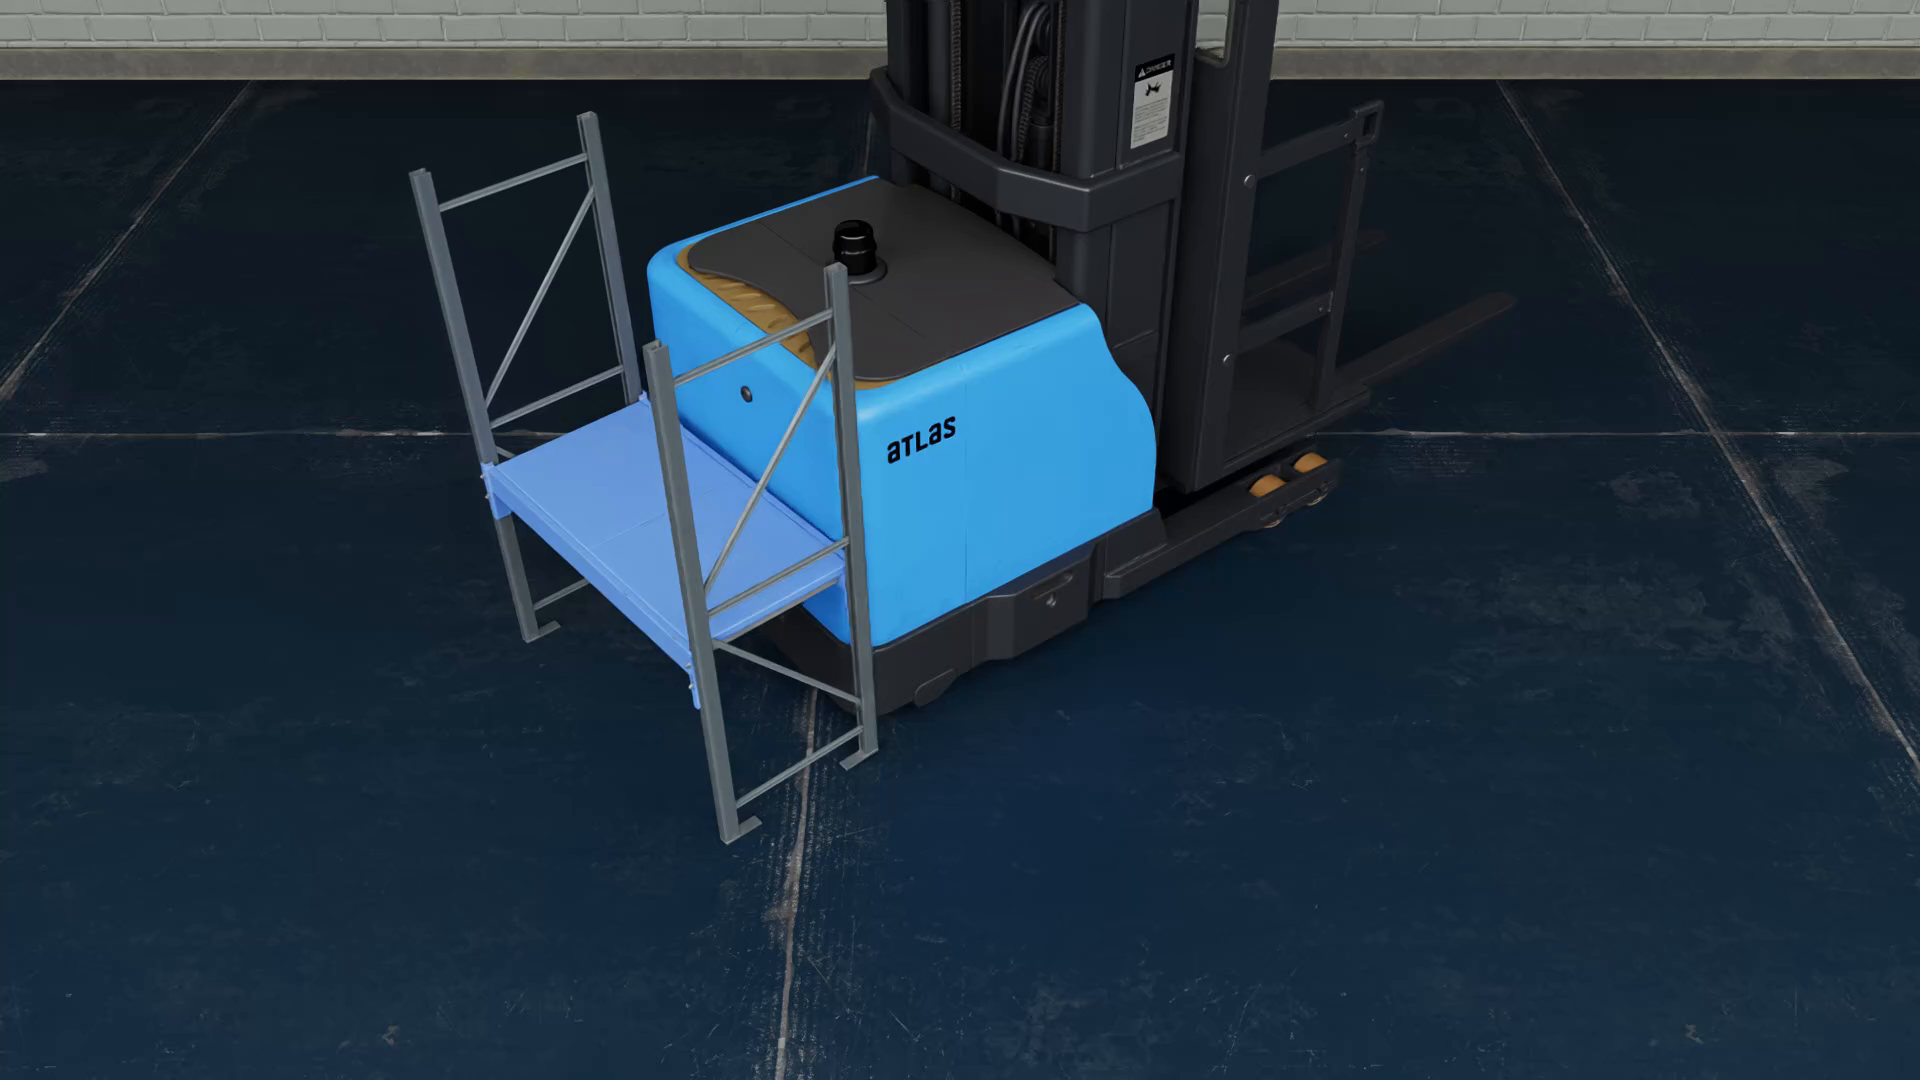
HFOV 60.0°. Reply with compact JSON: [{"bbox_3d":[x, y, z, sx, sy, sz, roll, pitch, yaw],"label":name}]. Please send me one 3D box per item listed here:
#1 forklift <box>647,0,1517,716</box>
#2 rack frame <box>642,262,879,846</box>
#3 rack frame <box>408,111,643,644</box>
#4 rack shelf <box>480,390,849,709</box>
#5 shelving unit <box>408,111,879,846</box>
[{"bbox_3d":[0.606,-1.419,4.677,3.031,2.935,1.130,-26,45,-29],"label":"forklift"},{"bbox_3d":[-0.430,0.092,3.928,0.500,1.500,0.032,-29,47,-30],"label":"rack frame"},{"bbox_3d":[-1.097,-0.388,4.527,0.500,1.500,0.032,-29,47,-30],"label":"rack frame"},{"bbox_3d":[-0.761,-0.009,4.341,0.538,0.185,1.000,-29,47,-30],"label":"rack shelf"},{"bbox_3d":[-0.763,-0.148,4.227,0.538,1.500,1.048,-29,47,-30],"label":"shelving unit"}]
